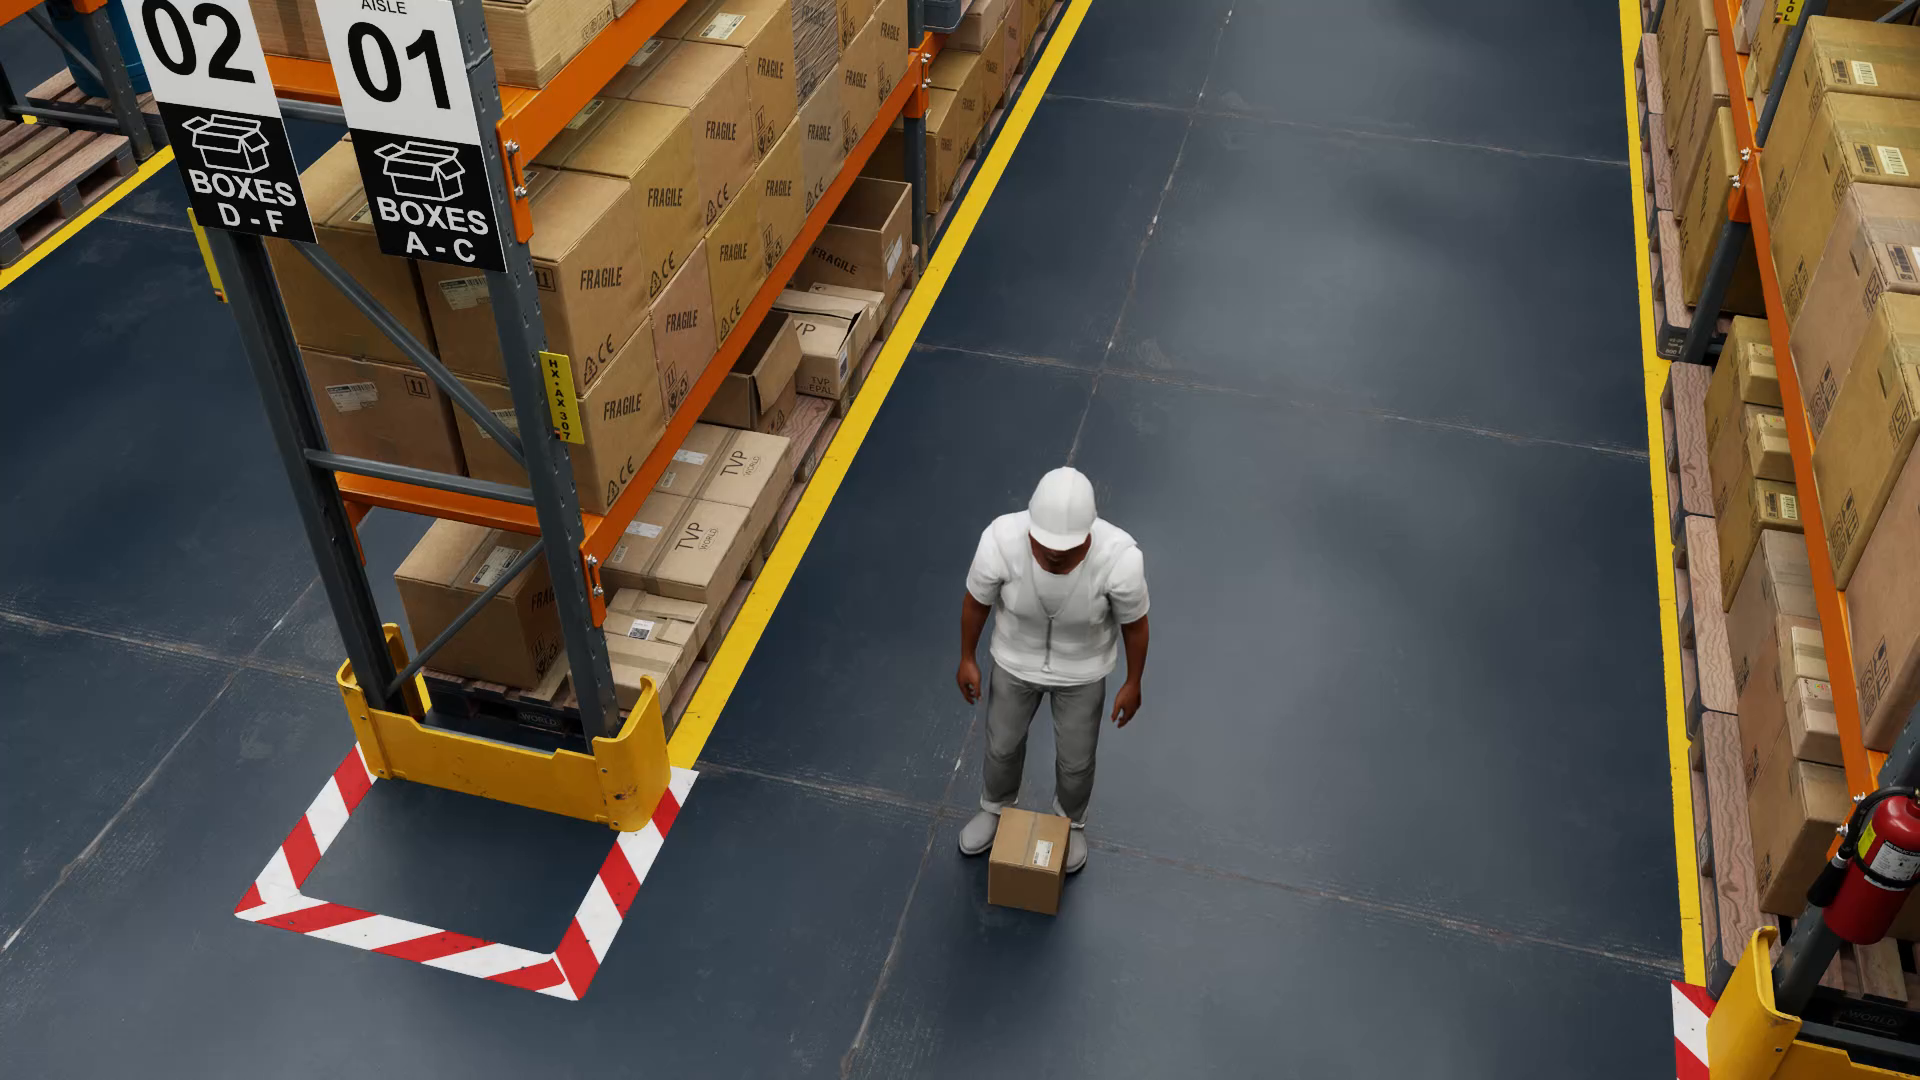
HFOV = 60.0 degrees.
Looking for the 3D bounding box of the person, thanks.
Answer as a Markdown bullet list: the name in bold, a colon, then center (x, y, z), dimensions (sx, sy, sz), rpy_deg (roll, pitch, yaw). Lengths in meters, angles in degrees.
- **person**: center (0.306, 0.438, 5.636), dimensions (0.636, 1.761, 0.454), rpy_deg (8, 41, 9)
